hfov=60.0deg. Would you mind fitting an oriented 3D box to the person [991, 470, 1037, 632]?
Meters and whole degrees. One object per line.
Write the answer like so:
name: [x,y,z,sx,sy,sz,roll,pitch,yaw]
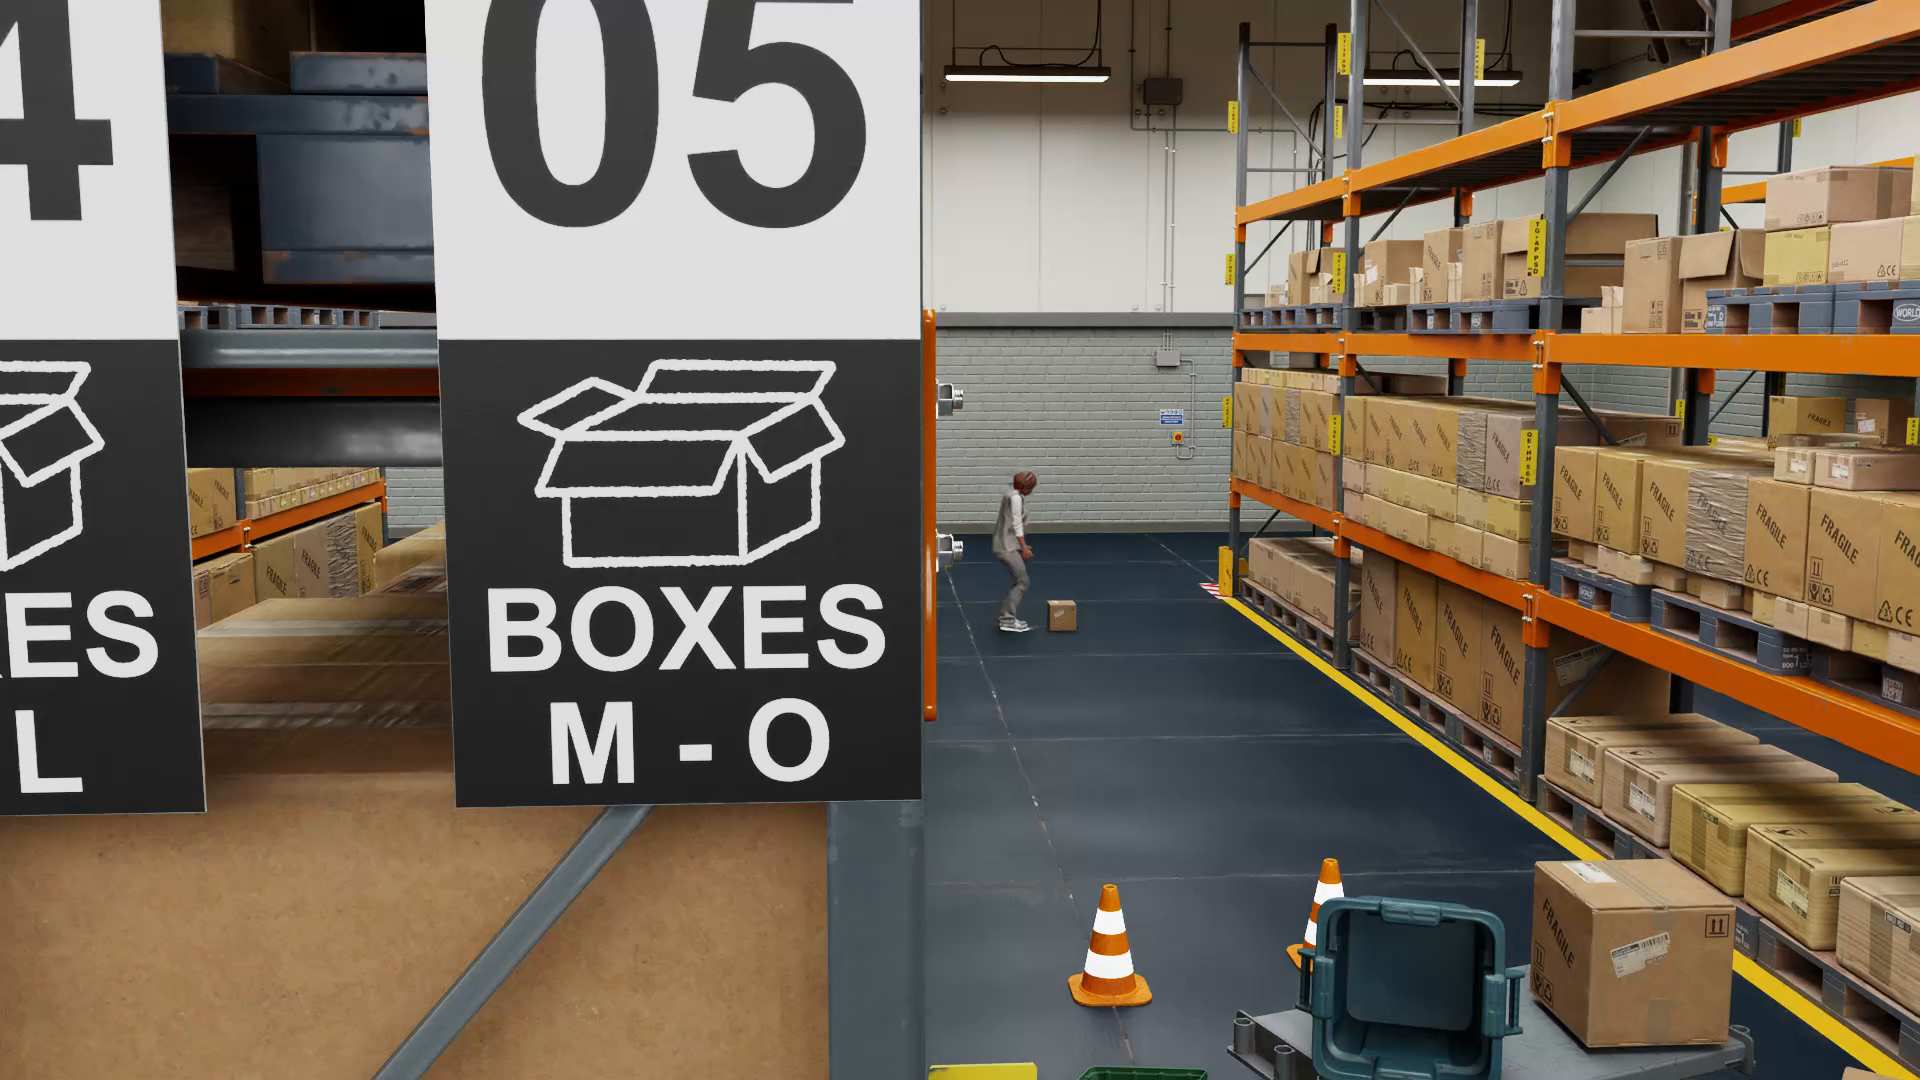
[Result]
person: [0.514,0.099,15.834,0.437,1.526,0.437,0,7,-2]
